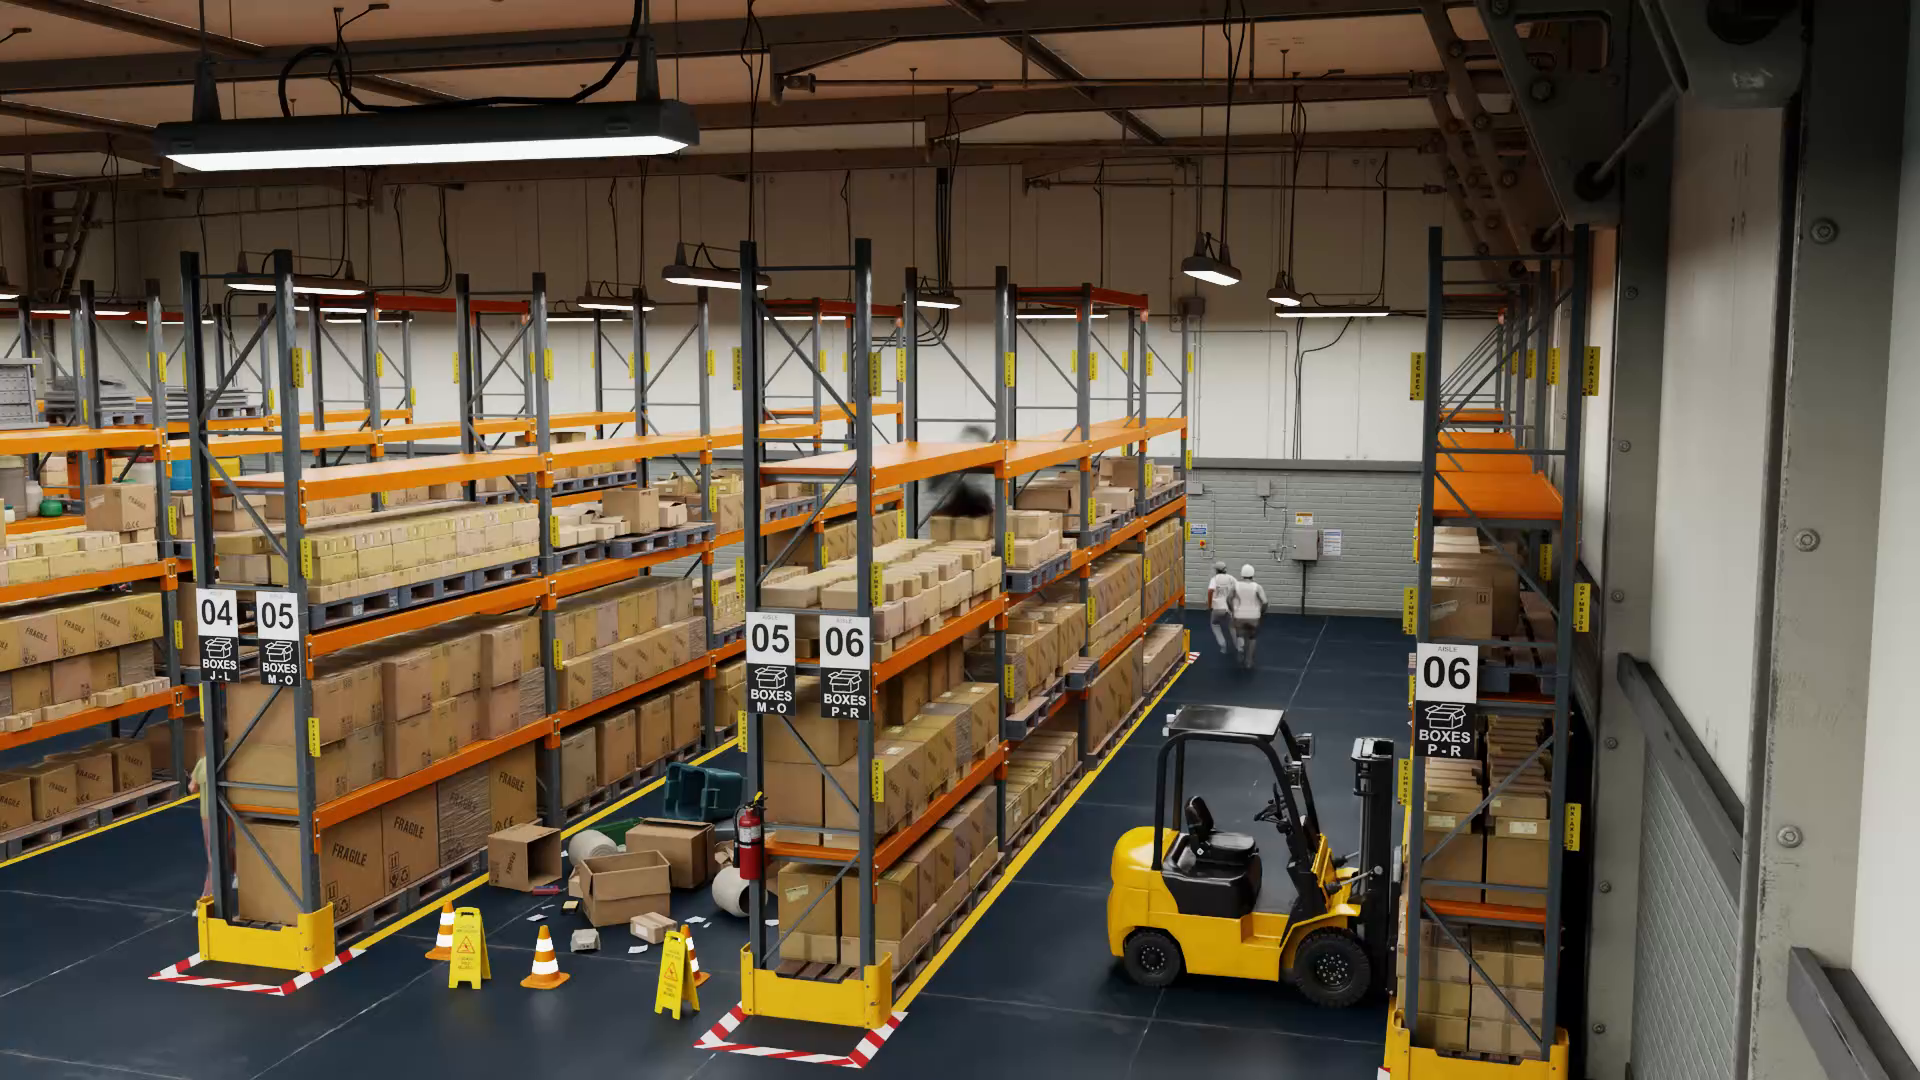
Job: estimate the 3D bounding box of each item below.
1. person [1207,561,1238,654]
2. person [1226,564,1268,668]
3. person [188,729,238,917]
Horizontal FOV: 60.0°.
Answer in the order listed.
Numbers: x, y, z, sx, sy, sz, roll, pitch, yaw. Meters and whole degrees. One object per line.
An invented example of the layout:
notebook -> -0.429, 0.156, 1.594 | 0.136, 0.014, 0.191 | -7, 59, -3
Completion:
person -> 4.500, 1.184, 28.496 | 0.677, 1.662, 0.609 | -1, 7, -11
person -> 4.699, 1.259, 27.269 | 0.691, 1.722, 0.688 | 2, 7, 16
person -> -6.921, 2.577, 15.551 | 0.574, 1.653, 0.970 | 1, 7, 12
